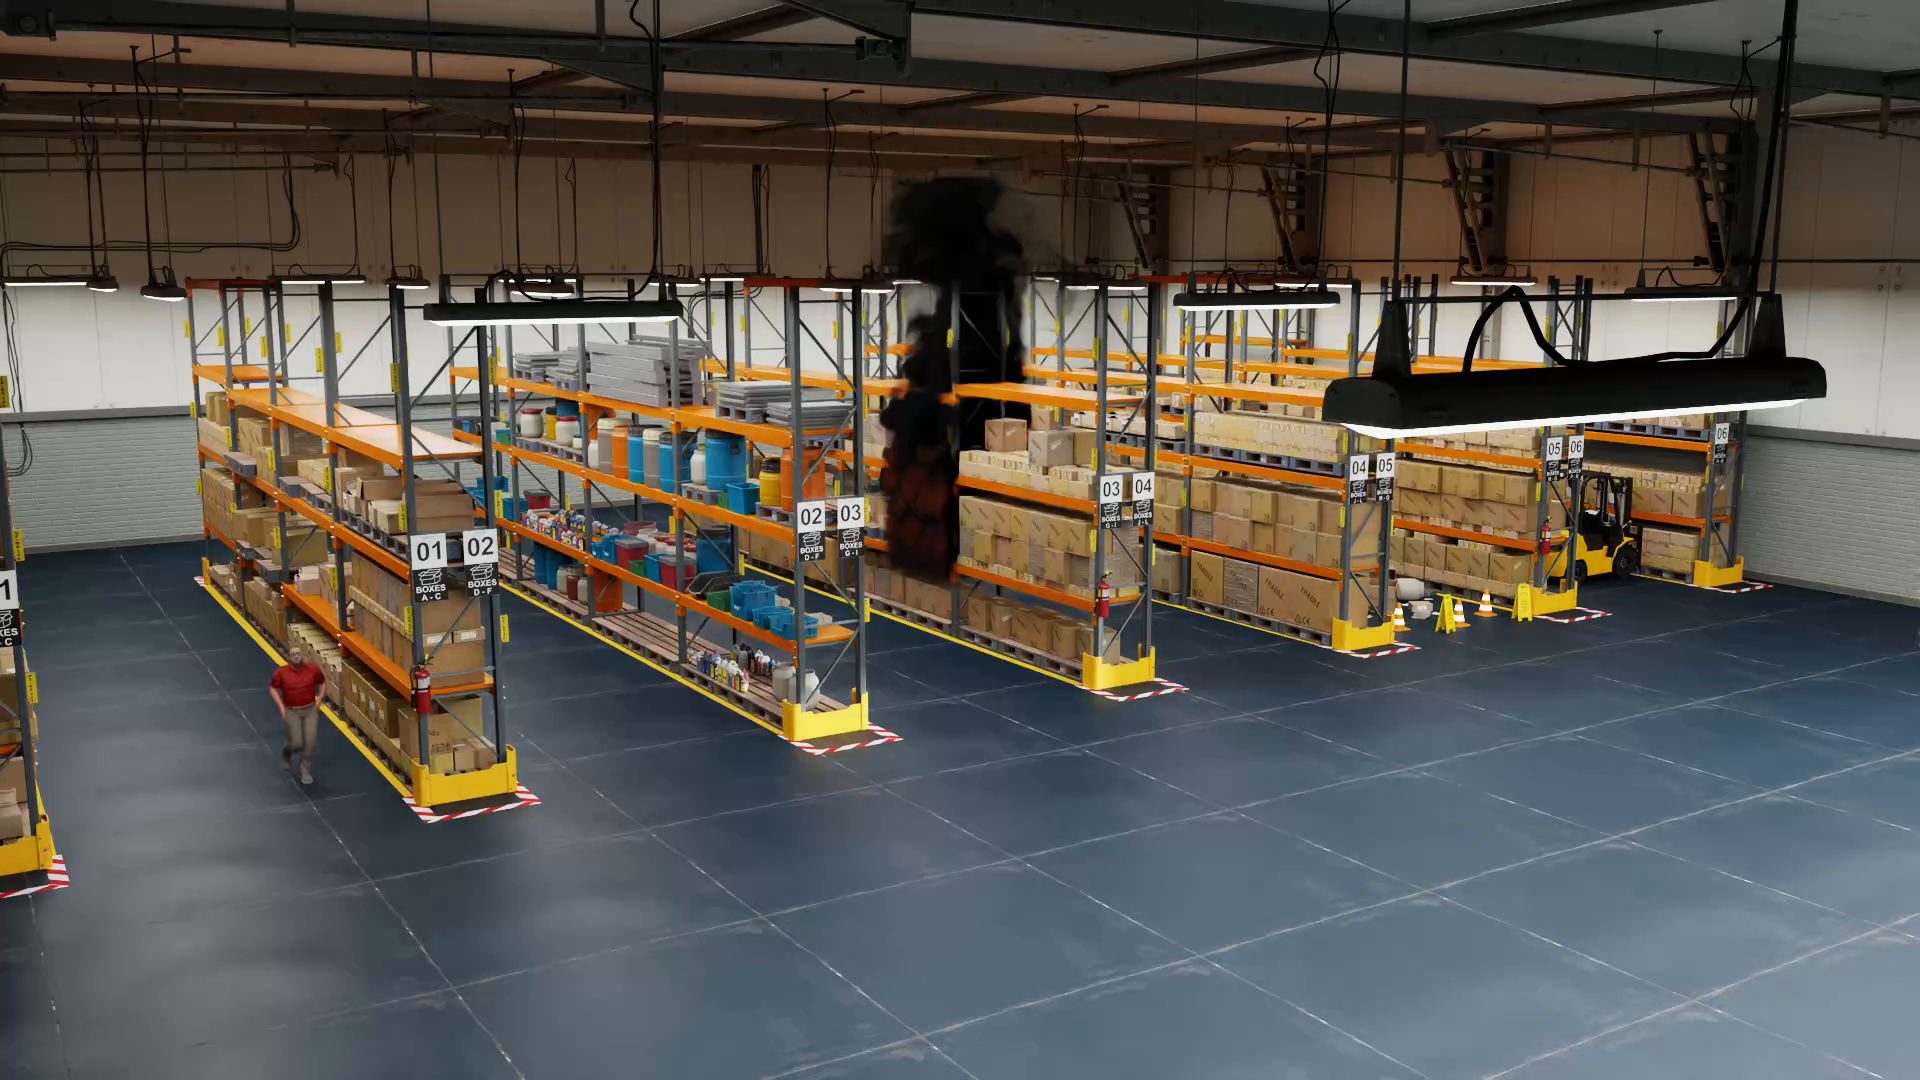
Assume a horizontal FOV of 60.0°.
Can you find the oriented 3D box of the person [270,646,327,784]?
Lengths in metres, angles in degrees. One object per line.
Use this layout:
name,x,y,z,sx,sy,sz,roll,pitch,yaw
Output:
person,-8.081,2.120,20.397,0.653,1.697,0.647,-6,11,-30
